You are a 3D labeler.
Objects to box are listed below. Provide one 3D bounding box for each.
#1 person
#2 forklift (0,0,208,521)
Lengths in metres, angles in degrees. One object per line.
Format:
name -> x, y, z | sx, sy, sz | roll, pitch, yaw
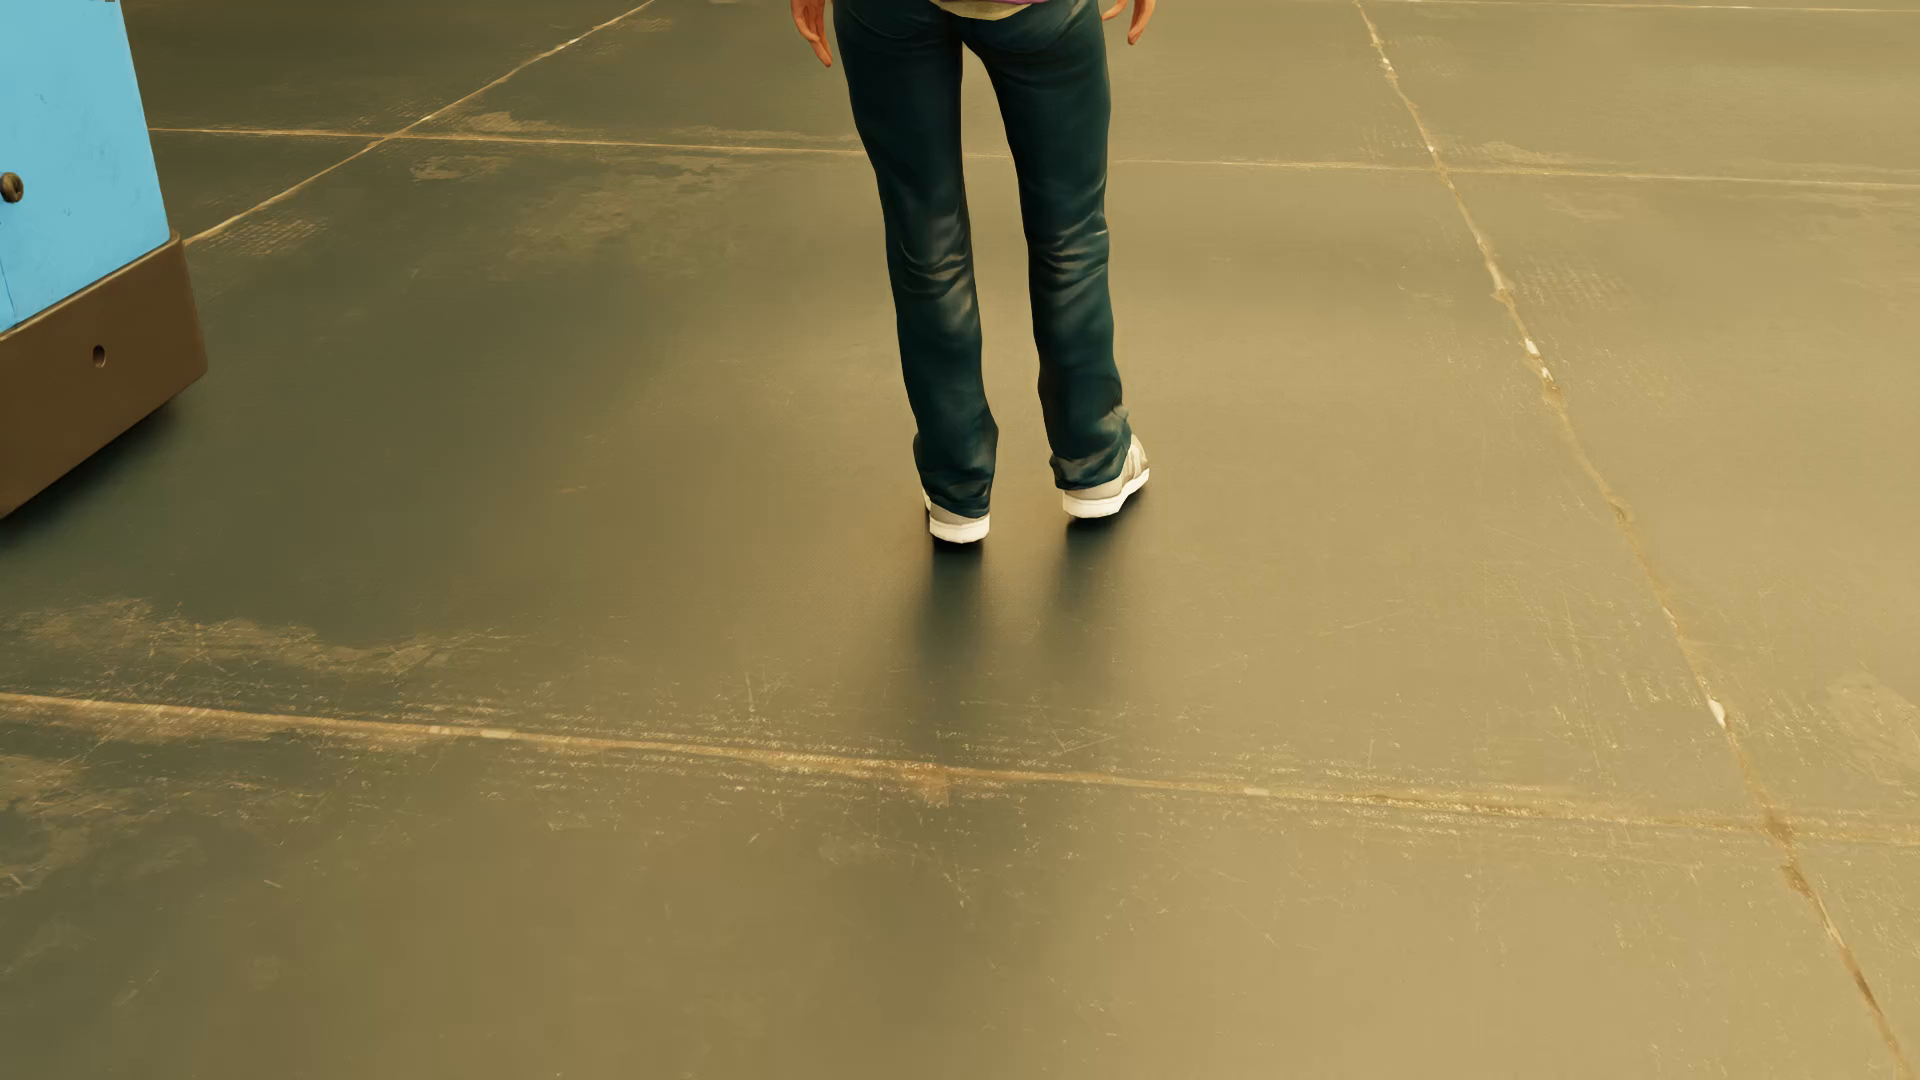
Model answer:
person -> 0.023, -0.753, 2.204 | 0.520, 1.596, 0.475 | 3, 27, 7
forklift -> -2.874, -1.409, 2.040 | 3.031, 2.935, 1.130 | 2, 27, 5
